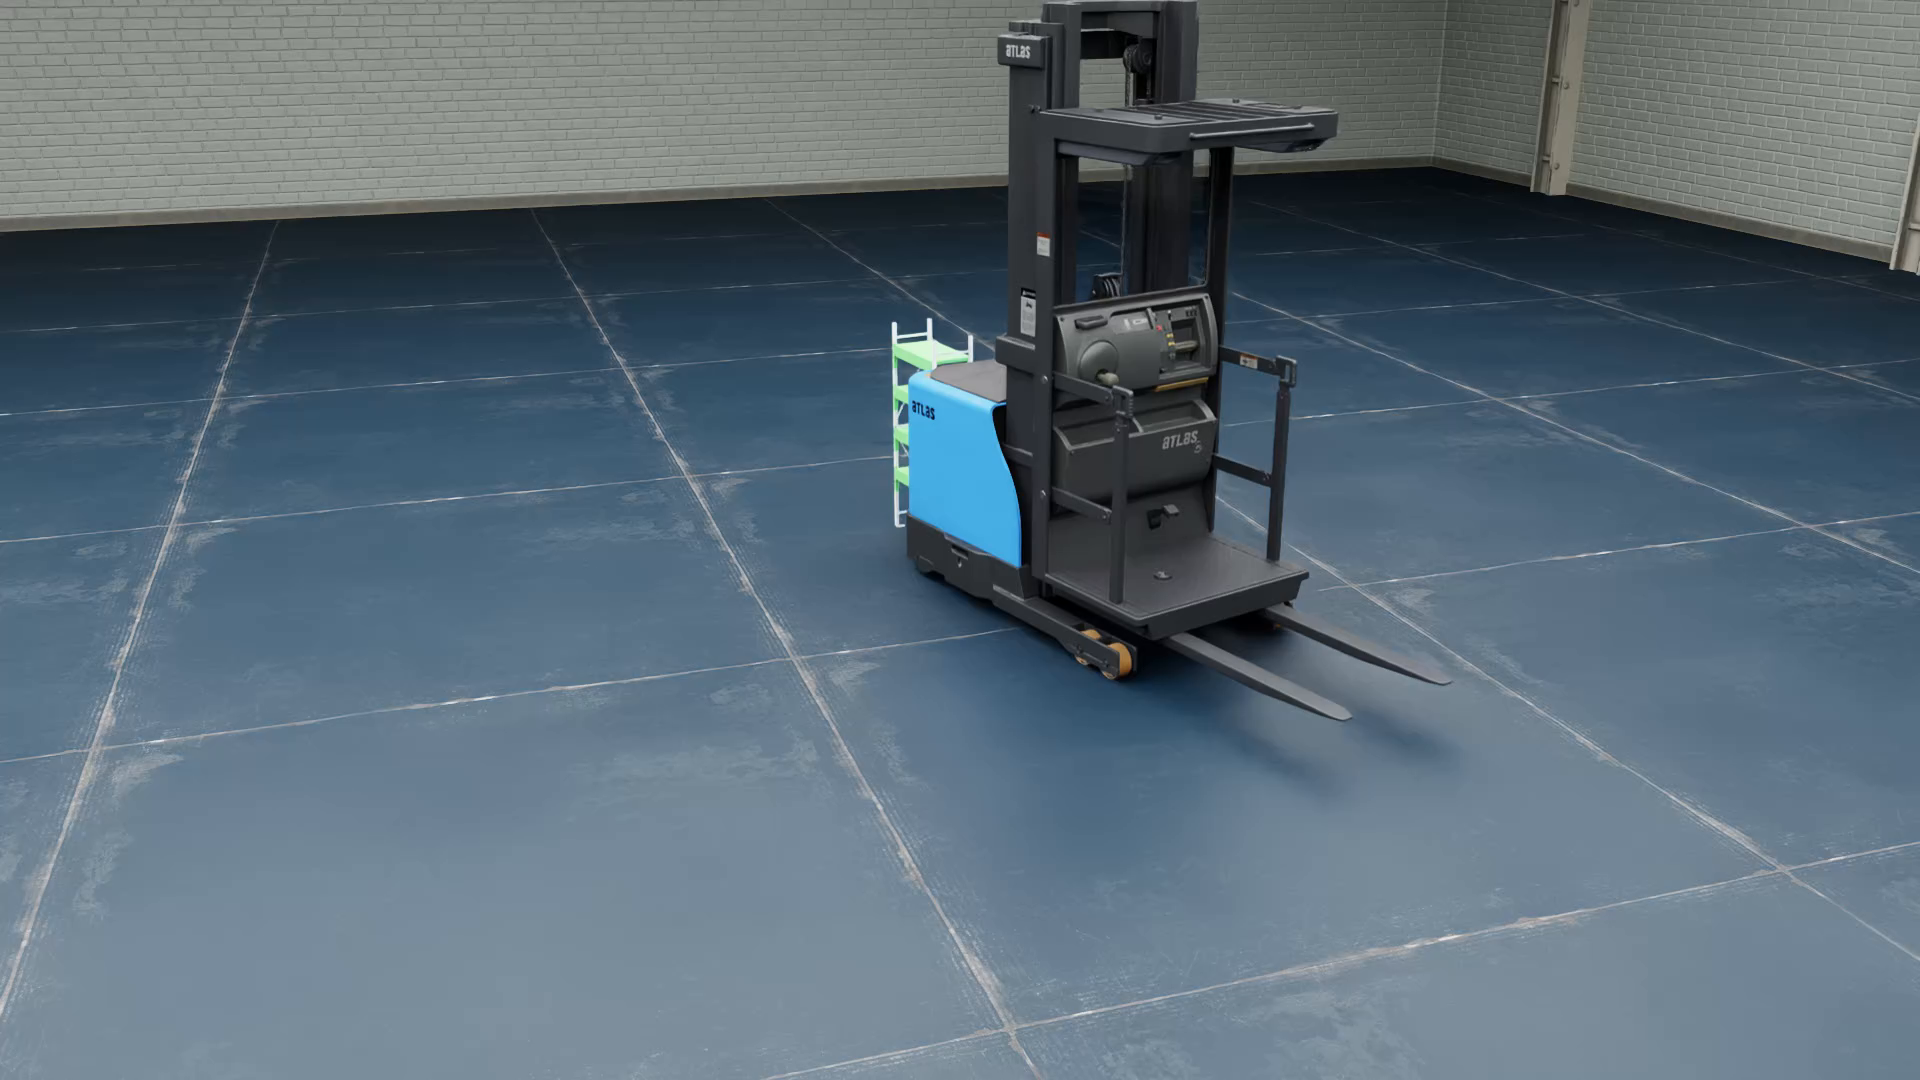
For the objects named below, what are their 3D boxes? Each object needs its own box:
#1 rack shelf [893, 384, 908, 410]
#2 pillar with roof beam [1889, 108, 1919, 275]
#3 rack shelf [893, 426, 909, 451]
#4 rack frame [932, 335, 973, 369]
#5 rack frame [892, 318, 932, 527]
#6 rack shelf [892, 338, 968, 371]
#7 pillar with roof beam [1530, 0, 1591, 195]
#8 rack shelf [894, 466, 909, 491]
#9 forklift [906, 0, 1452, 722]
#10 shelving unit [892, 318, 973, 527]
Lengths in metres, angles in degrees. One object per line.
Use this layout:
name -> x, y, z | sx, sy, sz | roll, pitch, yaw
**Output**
rack shelf -> -0.154, -0.751, 9.212 | 0.258, 0.148, 0.480 | -10, 22, -26
pillar with roof beam -> 5.754, -6.544, 14.324 | 9.100, 9.000, 0.400 | -6, 21, -17
rack shelf -> -0.154, -0.526, 9.294 | 0.258, 0.148, 0.480 | -10, 22, -26
rack frame -> -0.039, -0.513, 9.069 | 0.240, 1.200, 0.015 | -10, 22, -26
rack frame -> -0.268, -0.659, 9.475 | 0.240, 1.200, 0.015 | -10, 22, -26
rack shelf -> -0.154, -0.977, 9.131 | 0.258, 0.148, 0.480 | -10, 22, -26
pillar with roof beam -> 3.868, -8.469, 19.684 | 9.100, 9.000, 0.400 | -6, 21, -17
rack shelf -> -0.154, -0.300, 9.375 | 0.258, 0.148, 0.480 | -10, 22, -26
forklift -> 0.963, -0.924, 7.654 | 1.130, 2.935, 3.031 | -13, 24, -32
shelving unit -> -0.154, -0.586, 9.272 | 0.258, 1.200, 0.503 | -10, 22, -26
